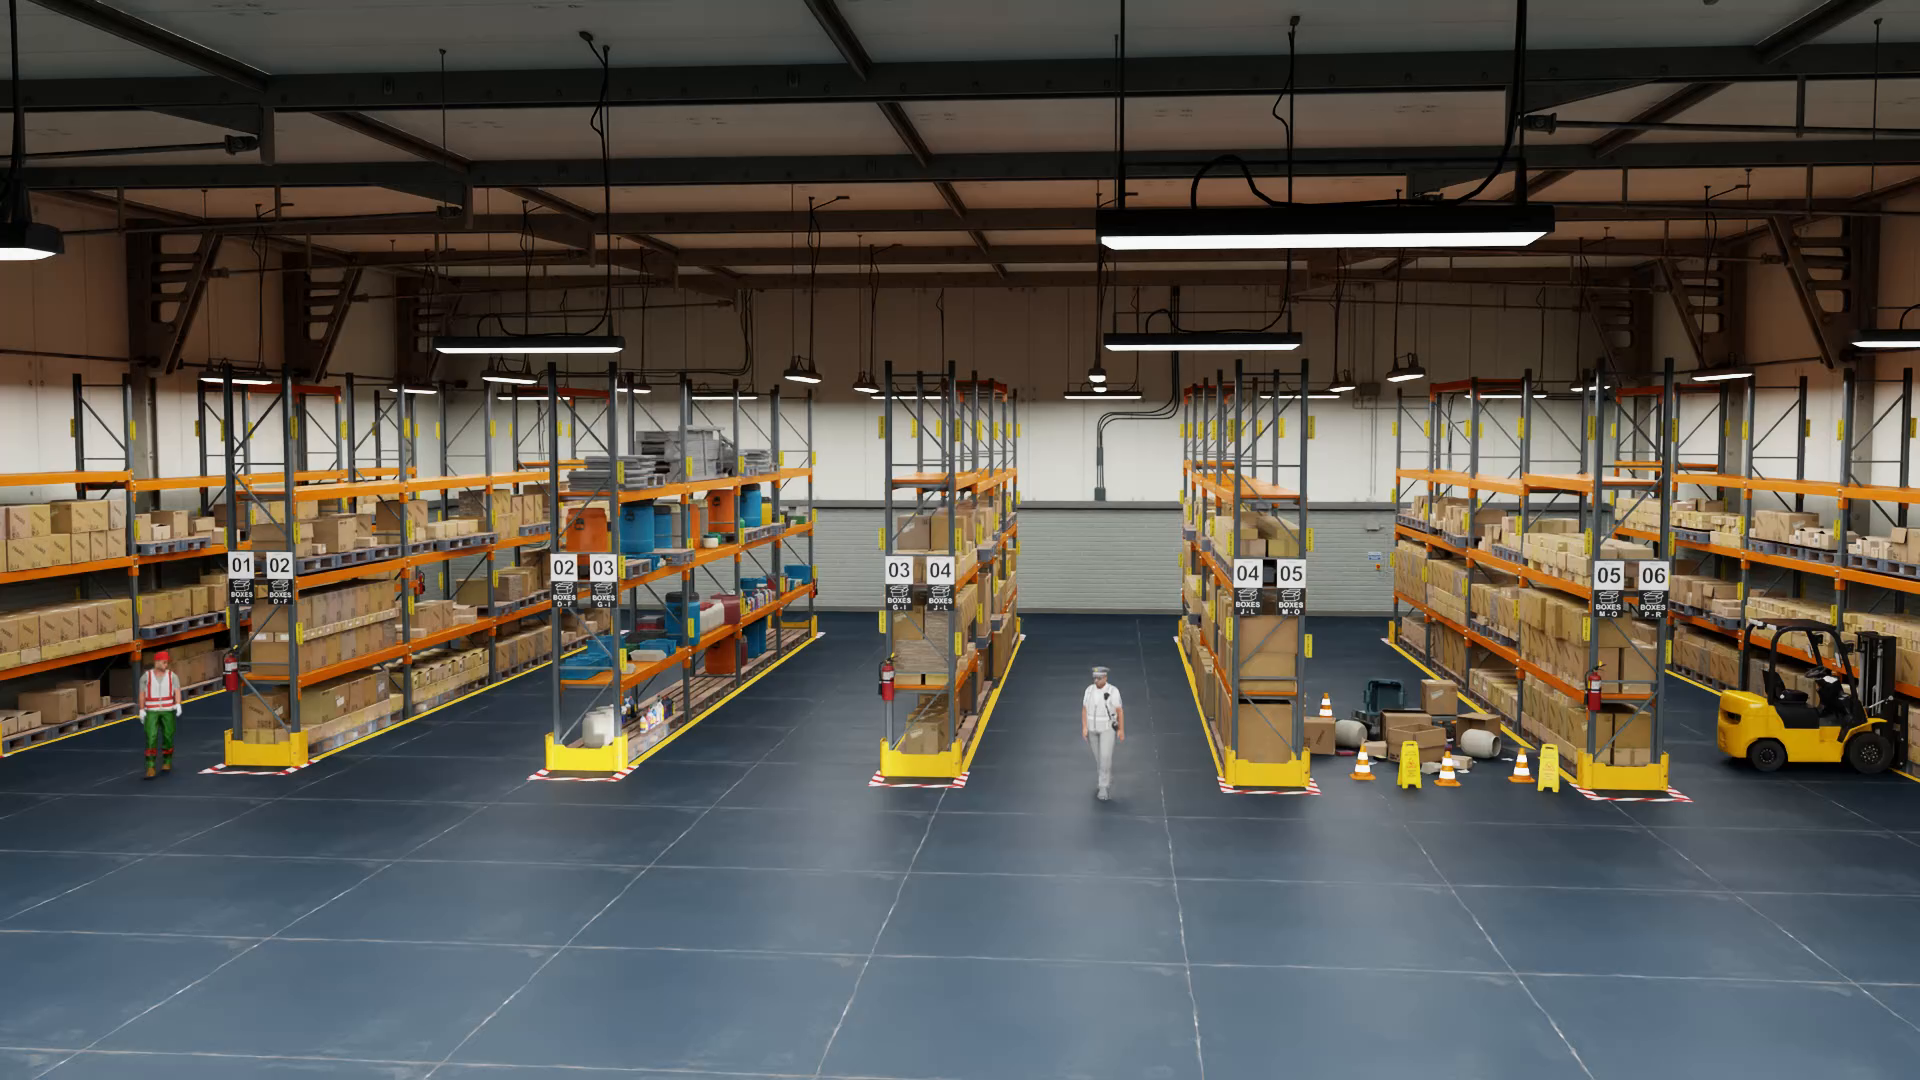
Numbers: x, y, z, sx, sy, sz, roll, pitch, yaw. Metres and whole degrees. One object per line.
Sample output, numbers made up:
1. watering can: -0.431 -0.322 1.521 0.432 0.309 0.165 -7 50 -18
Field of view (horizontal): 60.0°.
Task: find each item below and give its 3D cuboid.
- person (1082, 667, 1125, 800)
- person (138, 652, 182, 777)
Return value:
1. person: 1.934 2.619 22.944 0.590 1.734 0.841 3 5 34
2. person: -11.629 2.534 24.227 0.560 1.763 0.797 -2 4 -31
